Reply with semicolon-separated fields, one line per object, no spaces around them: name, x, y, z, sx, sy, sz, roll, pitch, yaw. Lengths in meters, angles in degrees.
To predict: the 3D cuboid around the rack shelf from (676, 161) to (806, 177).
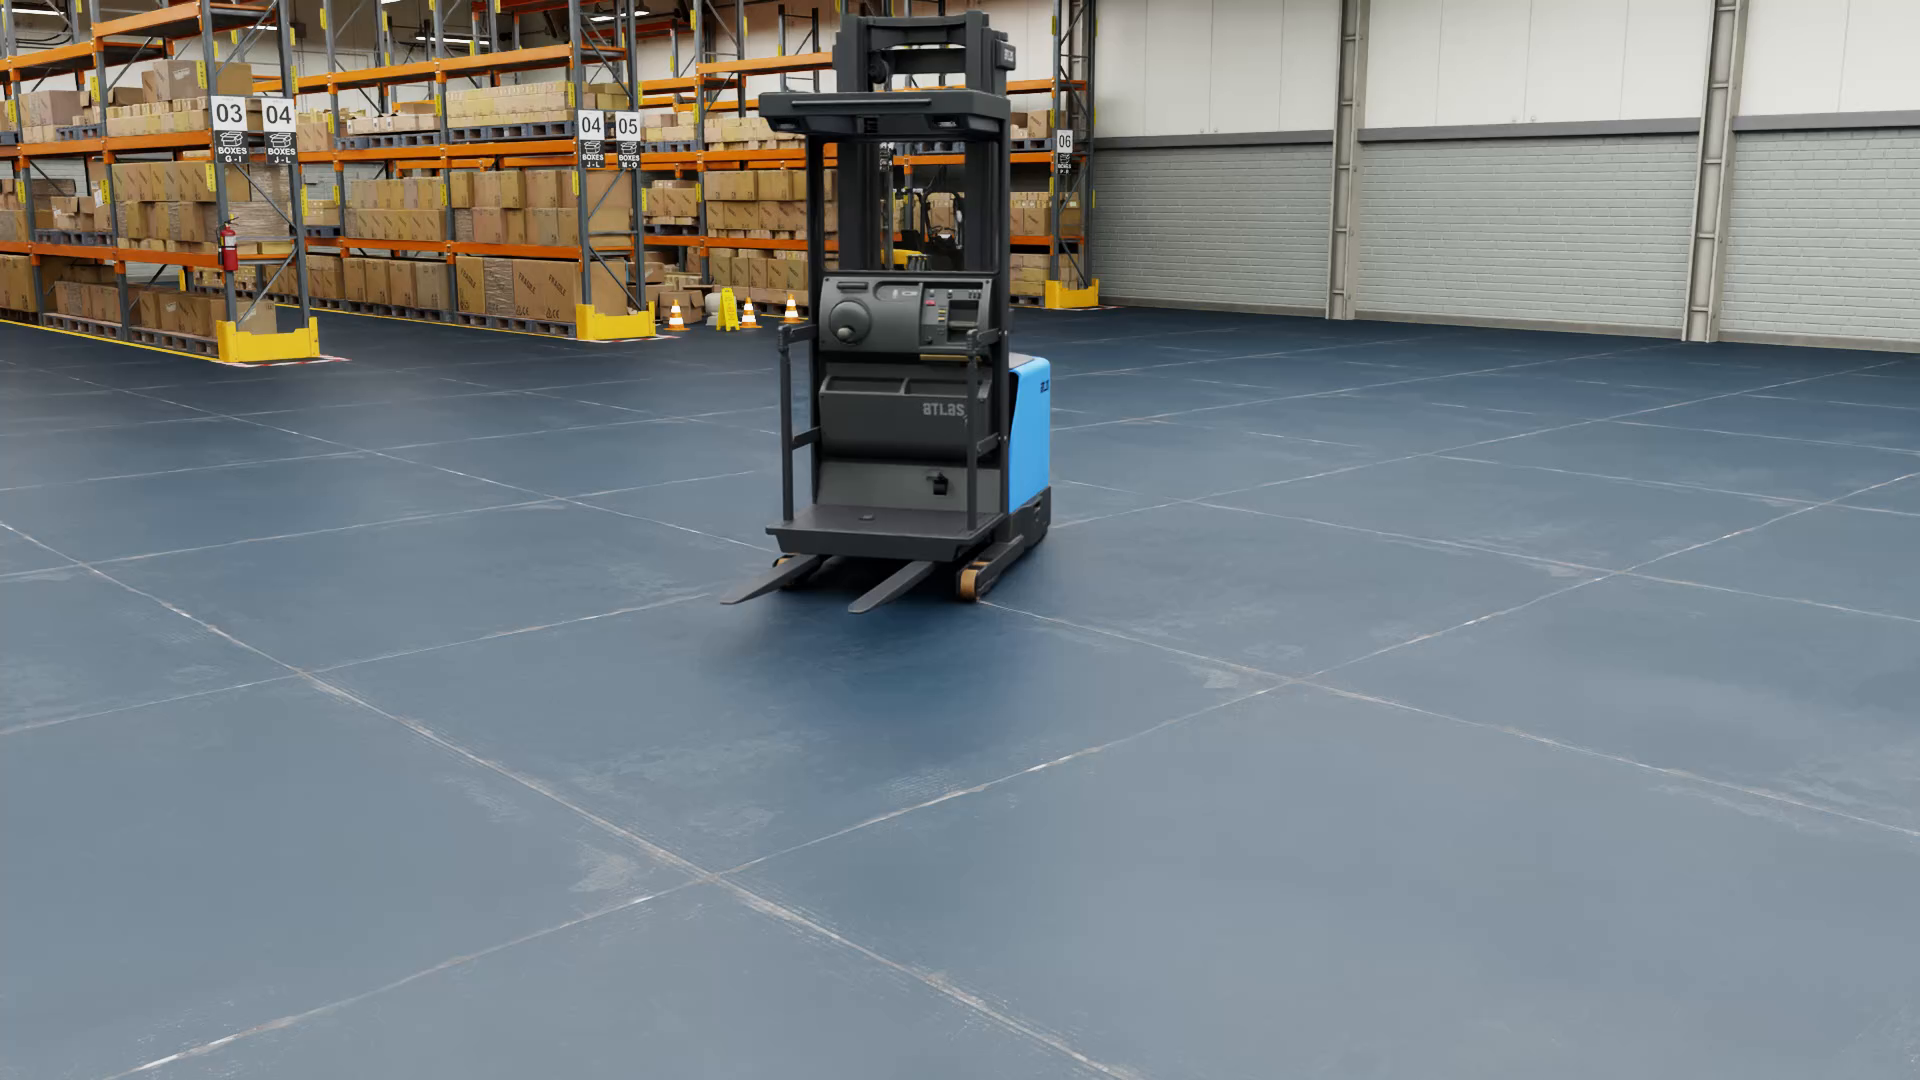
rack shelf;-4.834;-8.404;37.620;1.077;0.370;4.000;-11;16;-43

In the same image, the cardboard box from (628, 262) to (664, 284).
cardboard box;-5.544;-4.614;29.191;0.500;0.500;0.500;-11;16;-43

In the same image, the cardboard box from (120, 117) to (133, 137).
cardboard box;-10.951;-5.557;22.386;0.500;0.250;0.500;-11;16;-43

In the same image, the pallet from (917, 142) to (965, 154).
pallet;-0.083;-7.717;32.720;1.003;0.211;1.213;-11;16;-43

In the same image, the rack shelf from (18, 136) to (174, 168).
rack shelf;-12.826;-5.747;24.724;1.077;0.370;4.000;-11;16;-43

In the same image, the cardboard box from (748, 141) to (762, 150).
cardboard box;-3.413;-6.786;28.604;0.380;0.149;0.250;-11;16;-44

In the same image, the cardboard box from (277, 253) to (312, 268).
cardboard box;-12.624;-5.309;31.544;0.500;0.250;0.500;-10;16;-41

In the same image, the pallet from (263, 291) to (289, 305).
pallet;-12.774;-4.704;32.218;1.003;0.211;1.213;-11;16;-43

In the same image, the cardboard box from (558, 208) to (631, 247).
cardboard box;-5.315;-4.553;24.204;0.875;0.550;0.550;-11;16;-43

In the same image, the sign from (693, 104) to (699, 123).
sign;-4.677;-7.557;29.468;0.100;0.325;0.005;-11;16;-43

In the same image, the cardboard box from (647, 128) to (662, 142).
cardboard box;-5.483;-7.535;30.950;0.500;0.250;0.500;-11;16;-42

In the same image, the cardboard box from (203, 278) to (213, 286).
cardboard box;-15.431;-5.340;34.422;0.380;0.149;0.250;-11;16;-42

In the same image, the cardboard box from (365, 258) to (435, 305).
cardboard box;-9.589;-4.474;28.729;1.050;0.750;0.750;-11;16;-42

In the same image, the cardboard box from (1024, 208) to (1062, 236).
cardboard box;1.542;-5.912;30.928;0.500;0.500;0.500;-11;16;-44

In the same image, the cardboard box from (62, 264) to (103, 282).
cardboard box;-13.723;-4.187;26.049;0.500;0.250;0.500;-10;15;-40

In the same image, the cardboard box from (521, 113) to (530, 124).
cardboard box;-6.204;-6.182;24.385;0.380;0.149;0.250;-11;16;-43

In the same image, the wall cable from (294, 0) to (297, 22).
wall cable;-17.453;-14.286;40.598;2.355;3.000;0.029;-11;16;-43

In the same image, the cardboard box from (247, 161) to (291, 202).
cardboard box;-8.866;-4.558;21.137;0.500;0.500;0.500;-11;16;-43

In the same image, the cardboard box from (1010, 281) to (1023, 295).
cardboard box;1.182;-4.786;31.480;0.500;0.250;0.500;-11;16;-43

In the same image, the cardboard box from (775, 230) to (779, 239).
cardboard box;-2.970;-5.263;28.648;0.380;0.149;0.250;-11;16;-43

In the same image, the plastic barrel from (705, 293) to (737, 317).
plastic barrel;-4.037;-3.965;28.106;0.512;0.421;0.421;-1;12;-4

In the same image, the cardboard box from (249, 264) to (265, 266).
cardboard box;-14.320;-5.553;33.980;0.250;0.149;0.380;11;16;43

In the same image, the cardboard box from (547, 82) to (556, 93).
cardboard box;-5.675;-6.461;23.764;0.380;0.149;0.250;-11;16;-42

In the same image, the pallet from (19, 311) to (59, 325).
pallet;-14.697;-3.682;27.262;1.003;0.211;1.213;-11;16;-43

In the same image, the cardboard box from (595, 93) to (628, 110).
cardboard box;-5.173;-6.334;24.132;0.500;0.250;0.500;-11;16;-43

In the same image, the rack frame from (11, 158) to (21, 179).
rack frame;-16.970;-5.506;29.204;1.000;3.000;0.127;-11;16;-43

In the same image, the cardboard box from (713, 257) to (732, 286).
cardboard box;-4.066;-4.822;29.799;0.500;0.500;0.500;-10;15;-40

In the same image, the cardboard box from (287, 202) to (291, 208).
cardboard box;-12.112;-6.170;30.532;0.380;0.149;0.250;-10;15;-40

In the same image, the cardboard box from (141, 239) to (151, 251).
cardboard box;-10.836;-3.994;22.487;0.380;0.149;0.250;-11;16;-43

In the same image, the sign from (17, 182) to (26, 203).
sign;-14.607;-5.412;25.876;0.100;0.325;0.005;-11;16;-43

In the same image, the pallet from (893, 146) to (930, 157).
pallet;-1.309;-7.914;33.933;1.217;0.209;0.805;11;16;43

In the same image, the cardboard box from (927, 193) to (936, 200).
cardboard box;-0.426;-6.813;32.956;0.380;0.149;0.250;-11;16;-42

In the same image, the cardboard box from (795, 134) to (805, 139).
cardboard box;-2.401;-6.790;27.636;0.500;0.250;0.500;-11;16;-43

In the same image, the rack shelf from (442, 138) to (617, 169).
rack shelf;-6.407;-5.840;25.174;1.077;0.370;4.000;-11;16;-43

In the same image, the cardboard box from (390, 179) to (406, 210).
cardboard box;-9.188;-5.848;28.137;0.700;0.500;0.500;-11;16;-43

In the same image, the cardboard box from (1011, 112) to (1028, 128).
cardboard box;0.955;-7.795;31.343;0.700;0.500;0.500;-11;16;-42

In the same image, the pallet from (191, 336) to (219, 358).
pallet;-9.271;-2.524;21.638;1.003;0.211;1.213;-11;16;-43

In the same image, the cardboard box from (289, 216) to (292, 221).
cardboard box;-12.106;-5.877;30.588;0.380;0.149;0.250;-10;15;-41

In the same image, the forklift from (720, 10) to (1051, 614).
forklift;-0.344;-1.213;8.535;1.130;2.935;3.031;3;12;15

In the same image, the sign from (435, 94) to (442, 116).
sign;-8.174;-6.815;26.060;0.100;0.325;0.005;-11;16;-43

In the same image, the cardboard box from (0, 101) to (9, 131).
cardboard box;-15.341;-6.839;26.951;0.500;0.500;0.500;-10;15;-40

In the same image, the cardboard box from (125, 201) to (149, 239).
cardboard box;-10.859;-4.381;22.759;0.875;0.500;0.500;-11;16;-43

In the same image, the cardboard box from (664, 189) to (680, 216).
cardboard box;-5.106;-6.228;30.680;0.500;0.500;0.500;-11;16;-42

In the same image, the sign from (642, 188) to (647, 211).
sign;-4.620;-4.971;24.263;0.100;0.325;0.005;-11;16;-43

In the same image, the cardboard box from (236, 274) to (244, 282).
cardboard box;-14.154;-5.214;33.072;0.250;0.149;0.380;11;16;43

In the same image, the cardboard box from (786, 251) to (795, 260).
cardboard box;-2.731;-4.842;28.287;0.380;0.149;0.250;-11;16;-42

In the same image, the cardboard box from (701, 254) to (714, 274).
cardboard box;-5.669;-6.383;38.612;0.500;0.500;0.500;-11;16;-43

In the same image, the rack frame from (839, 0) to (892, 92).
rack frame;-1.515;-8.074;26.801;1.000;3.000;0.127;-11;16;-43

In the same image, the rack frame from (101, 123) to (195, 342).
rack frame;-11.445;-4.339;23.537;1.000;3.000;0.127;-11;16;-43

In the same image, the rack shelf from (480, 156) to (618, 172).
rack shelf;-8.421;-7.712;34.260;1.077;0.370;4.000;-11;16;-43

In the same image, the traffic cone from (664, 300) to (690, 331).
traffic cone;-4.365;-3.464;25.580;0.336;0.463;0.334;-11;16;-43

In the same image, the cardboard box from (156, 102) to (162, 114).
cardboard box;-10.149;-5.580;21.514;0.250;0.149;0.380;11;16;42
